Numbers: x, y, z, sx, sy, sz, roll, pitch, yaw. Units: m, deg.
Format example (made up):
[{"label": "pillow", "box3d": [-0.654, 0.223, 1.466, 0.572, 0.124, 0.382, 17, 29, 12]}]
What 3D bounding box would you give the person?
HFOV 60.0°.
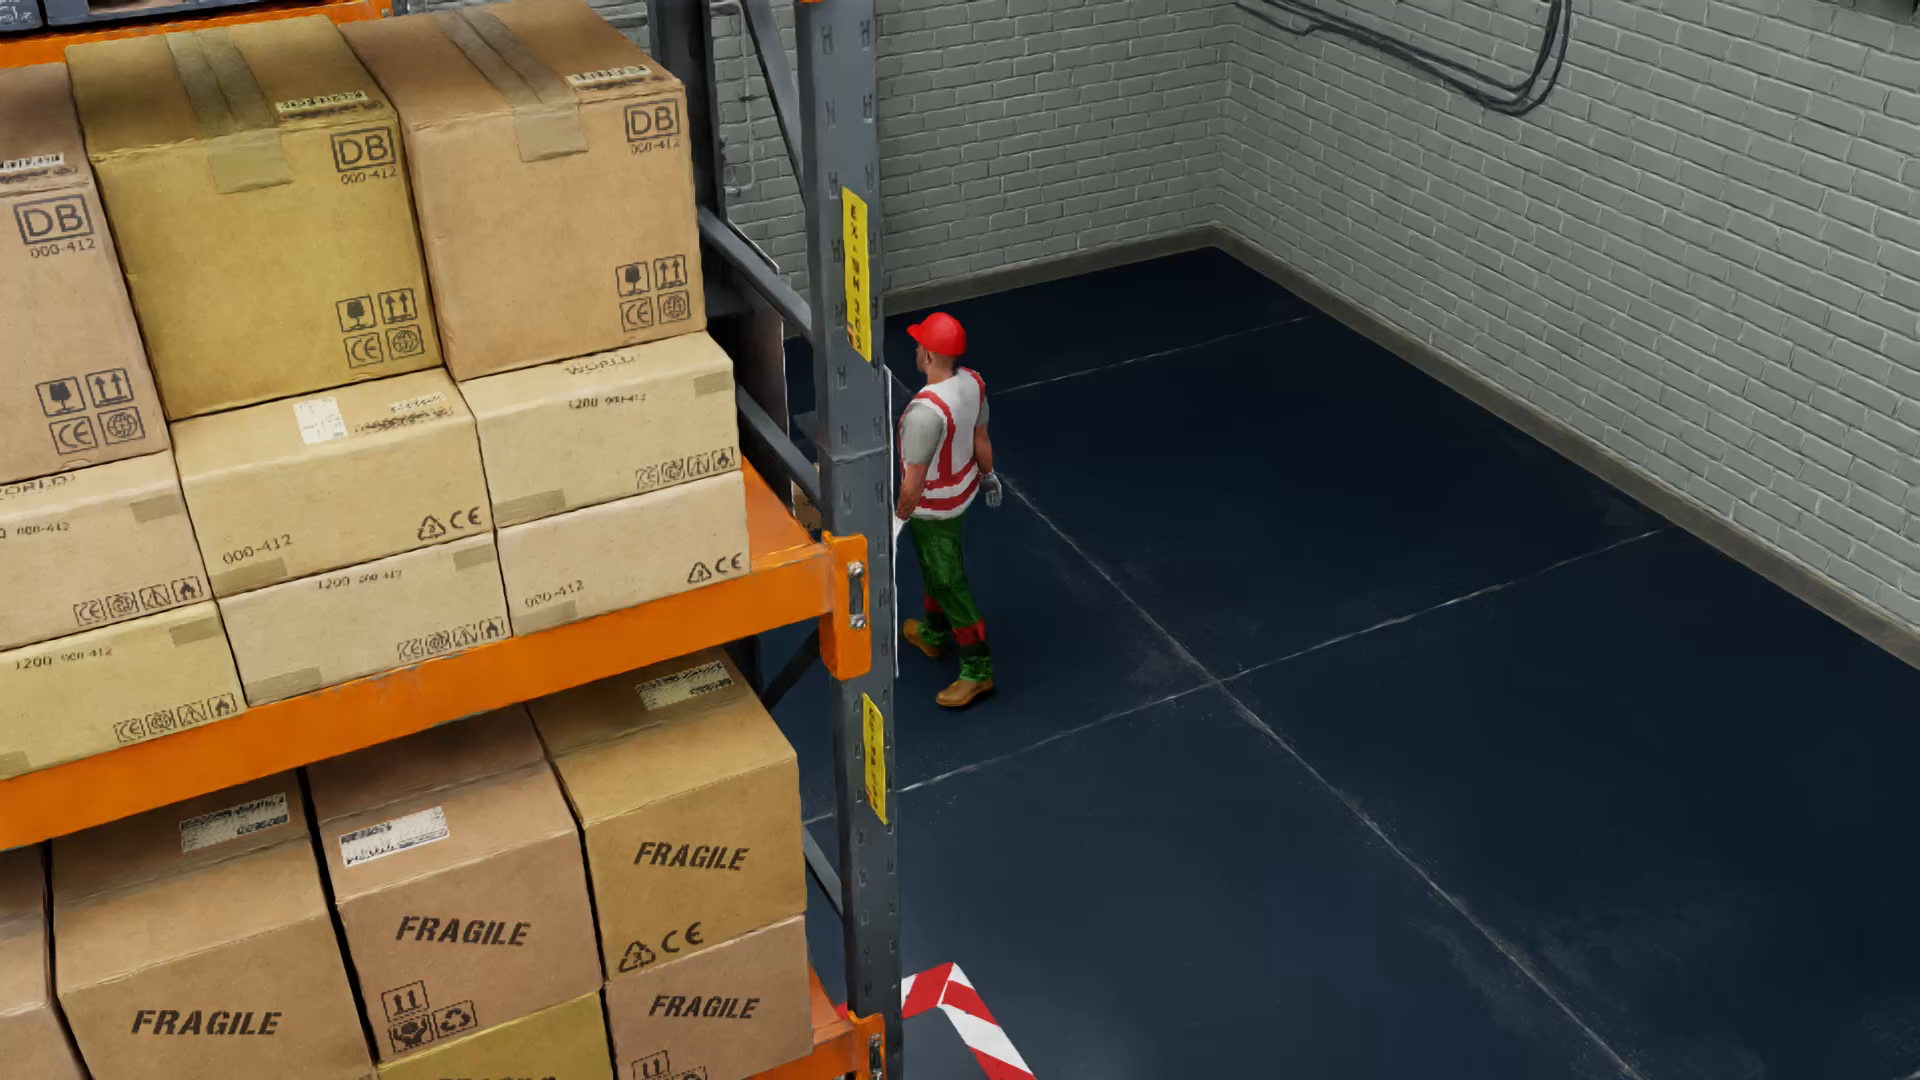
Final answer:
[{"label": "person", "box3d": [-0.073, -0.159, 7.364, 0.586, 1.786, 0.683, 12, 35, 18]}]
